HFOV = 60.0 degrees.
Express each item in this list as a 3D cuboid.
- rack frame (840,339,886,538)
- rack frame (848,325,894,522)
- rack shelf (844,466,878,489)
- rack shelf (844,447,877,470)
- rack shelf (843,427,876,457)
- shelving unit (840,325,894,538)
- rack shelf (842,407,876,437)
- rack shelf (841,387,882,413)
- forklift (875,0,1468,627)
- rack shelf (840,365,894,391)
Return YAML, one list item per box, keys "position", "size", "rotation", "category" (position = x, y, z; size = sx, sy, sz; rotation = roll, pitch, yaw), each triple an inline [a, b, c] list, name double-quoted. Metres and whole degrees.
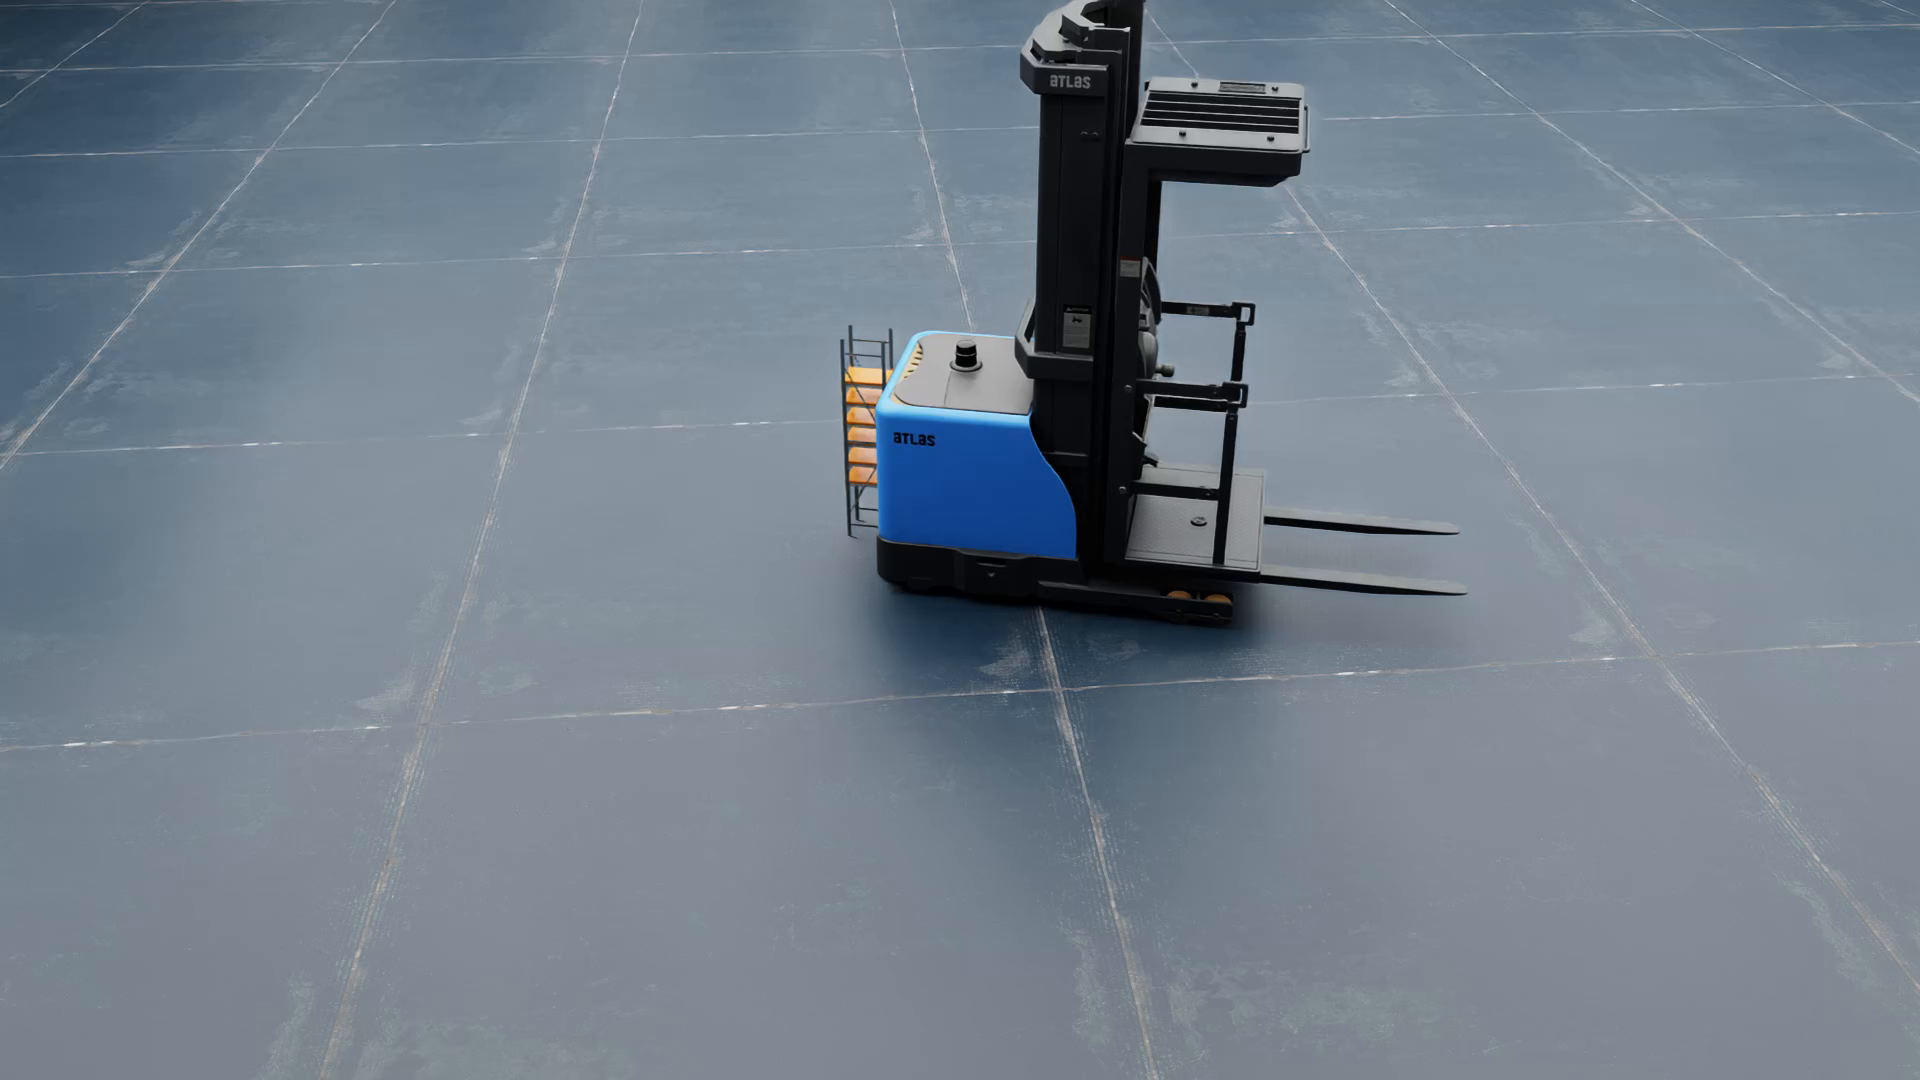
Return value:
- position: [-0.507, -0.521, 8.952]
  size: [0.240, 1.200, 0.006]
  rotation: [5, 31, 9]
  category: "rack frame"
- position: [-0.473, -0.613, 9.106]
  size: [0.240, 1.200, 0.006]
  rotation: [5, 31, 9]
  category: "rack frame"
- position: [-0.490, -0.323, 9.175]
  size: [0.258, 0.103, 0.180]
  rotation: [5, 31, 9]
  category: "rack shelf"
- position: [-0.490, -0.426, 9.113]
  size: [0.258, 0.103, 0.180]
  rotation: [5, 31, 9]
  category: "rack shelf"
- position: [-0.490, -0.529, 9.052]
  size: [0.258, 0.103, 0.180]
  rotation: [5, 31, 9]
  category: "rack shelf"
- position: [-0.490, -0.567, 9.029]
  size: [0.258, 1.200, 0.189]
  rotation: [5, 31, 9]
  category: "shelving unit"
- position: [-0.490, -0.632, 8.990]
  size: [0.258, 0.103, 0.180]
  rotation: [5, 31, 9]
  category: "rack shelf"
- position: [-0.490, -0.735, 8.929]
  size: [0.258, 0.103, 0.180]
  rotation: [5, 31, 9]
  category: "rack shelf"
- position: [1.129, -1.109, 8.249]
  size: [3.031, 2.935, 1.130]
  rotation: [5, 31, 9]
  category: "forklift"
- position: [-0.490, -0.838, 8.867]
  size: [0.258, 0.103, 0.180]
  rotation: [5, 31, 9]
  category: "rack shelf"
